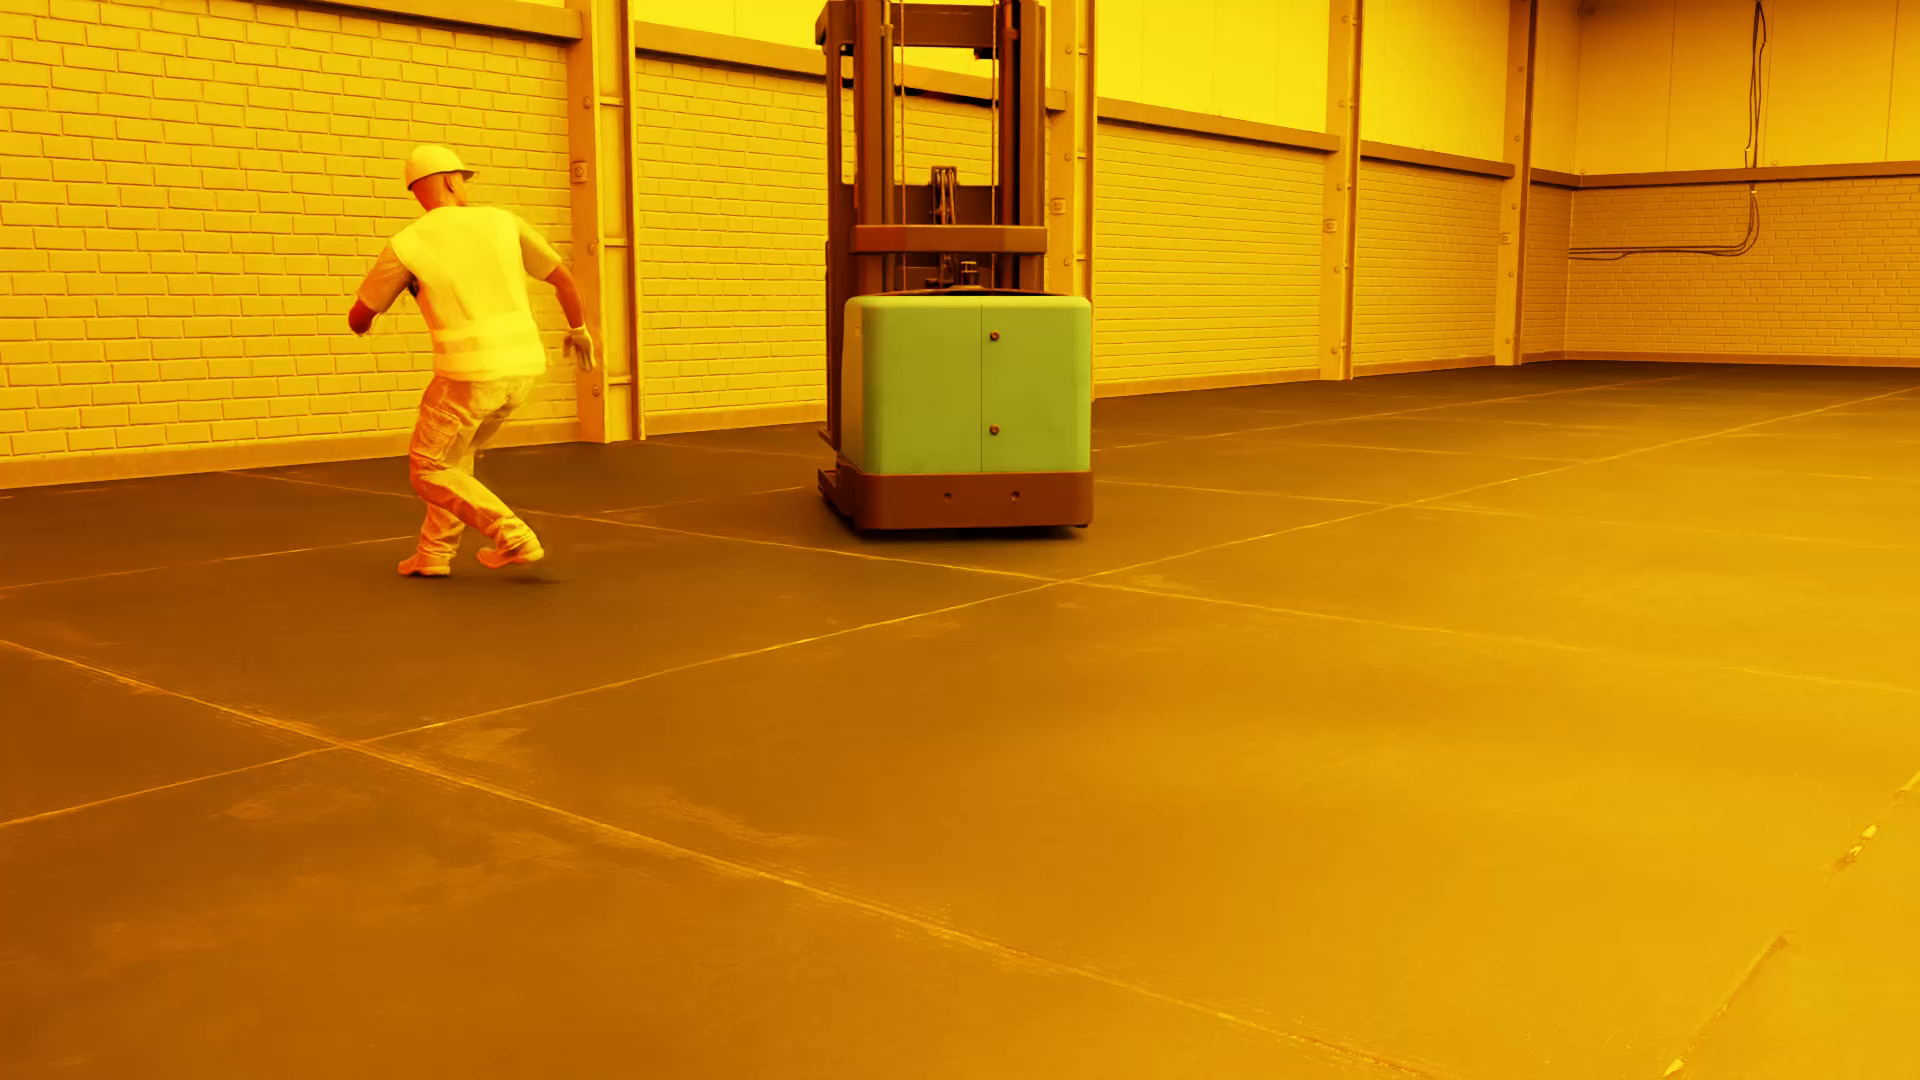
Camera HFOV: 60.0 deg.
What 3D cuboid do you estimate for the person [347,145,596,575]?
[{"bbox_3d":[-1.891,-0.678,6.422,0.863,1.642,0.905,6,11,38],"label":"person"}]

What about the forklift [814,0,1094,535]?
[{"bbox_3d":[-0.159,-1.650,8.559,1.130,2.935,3.031,-1,8,-10],"label":"forklift"}]
